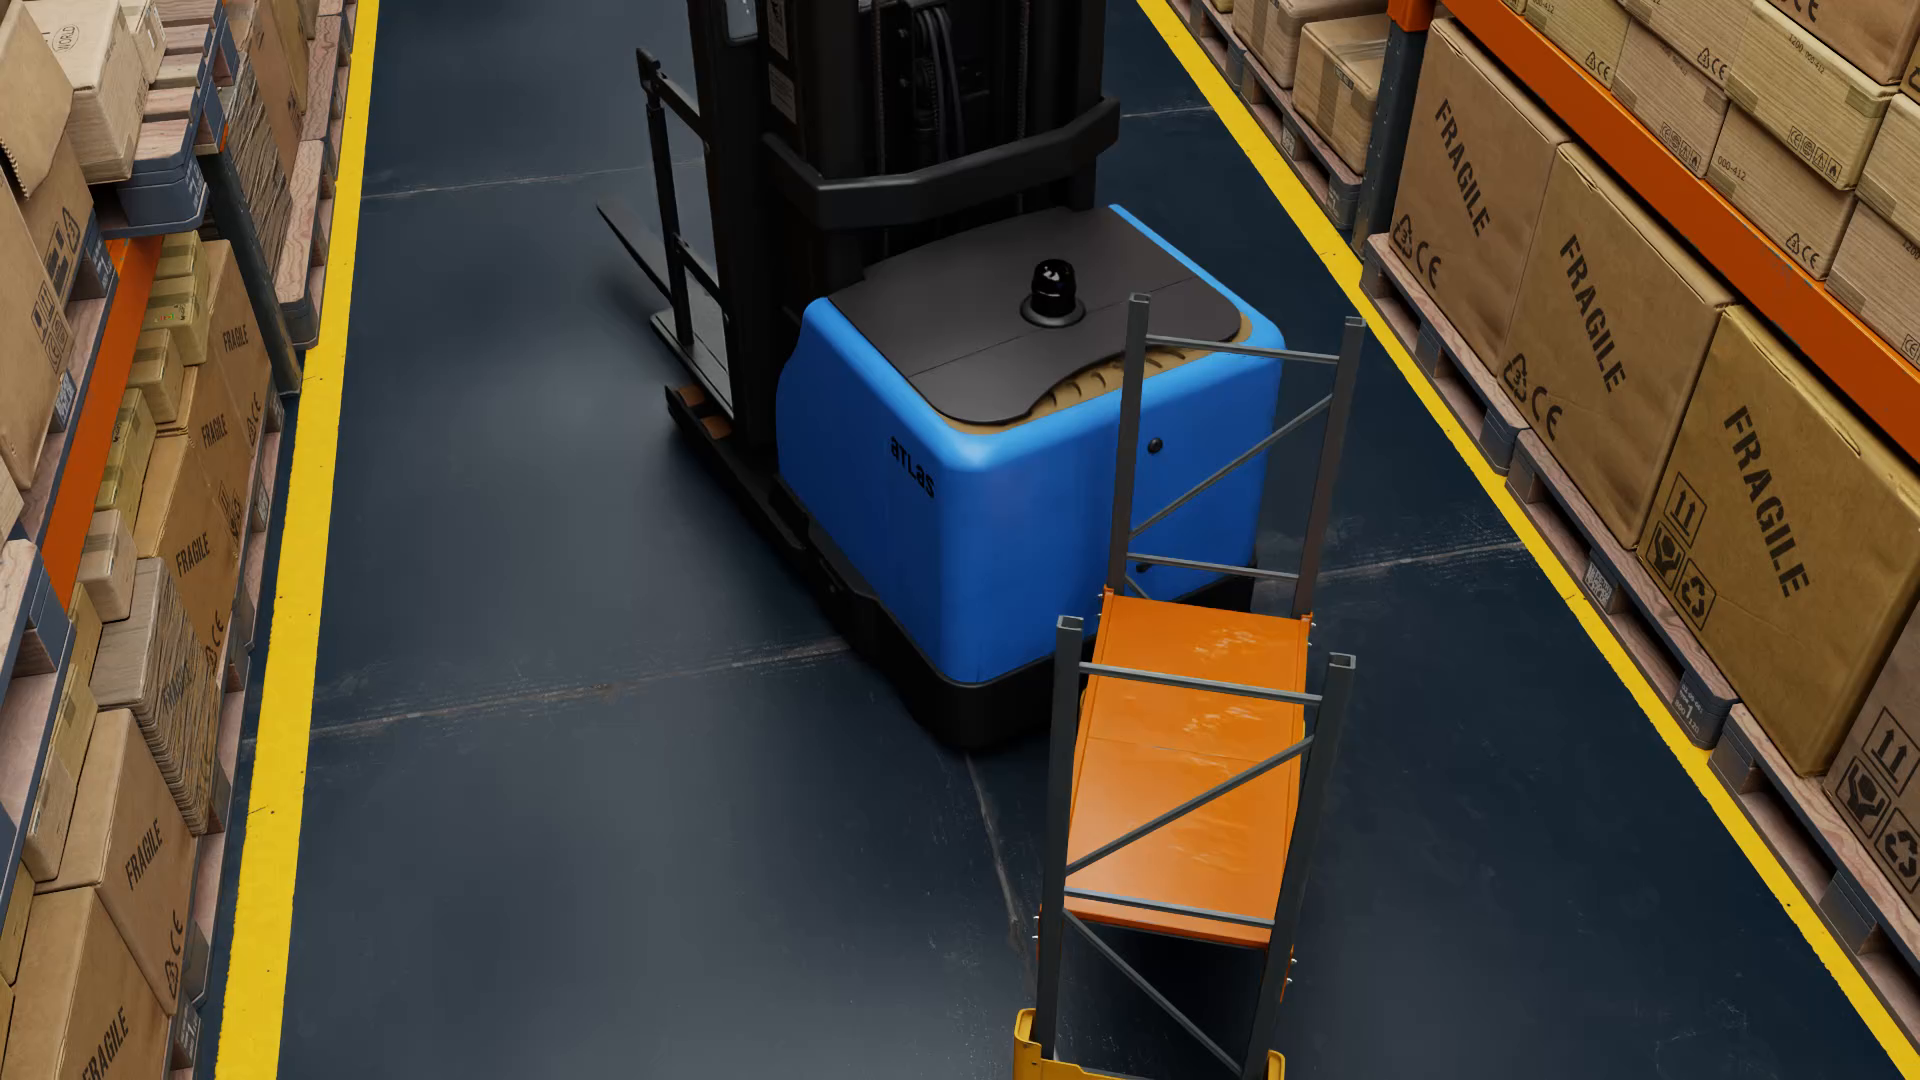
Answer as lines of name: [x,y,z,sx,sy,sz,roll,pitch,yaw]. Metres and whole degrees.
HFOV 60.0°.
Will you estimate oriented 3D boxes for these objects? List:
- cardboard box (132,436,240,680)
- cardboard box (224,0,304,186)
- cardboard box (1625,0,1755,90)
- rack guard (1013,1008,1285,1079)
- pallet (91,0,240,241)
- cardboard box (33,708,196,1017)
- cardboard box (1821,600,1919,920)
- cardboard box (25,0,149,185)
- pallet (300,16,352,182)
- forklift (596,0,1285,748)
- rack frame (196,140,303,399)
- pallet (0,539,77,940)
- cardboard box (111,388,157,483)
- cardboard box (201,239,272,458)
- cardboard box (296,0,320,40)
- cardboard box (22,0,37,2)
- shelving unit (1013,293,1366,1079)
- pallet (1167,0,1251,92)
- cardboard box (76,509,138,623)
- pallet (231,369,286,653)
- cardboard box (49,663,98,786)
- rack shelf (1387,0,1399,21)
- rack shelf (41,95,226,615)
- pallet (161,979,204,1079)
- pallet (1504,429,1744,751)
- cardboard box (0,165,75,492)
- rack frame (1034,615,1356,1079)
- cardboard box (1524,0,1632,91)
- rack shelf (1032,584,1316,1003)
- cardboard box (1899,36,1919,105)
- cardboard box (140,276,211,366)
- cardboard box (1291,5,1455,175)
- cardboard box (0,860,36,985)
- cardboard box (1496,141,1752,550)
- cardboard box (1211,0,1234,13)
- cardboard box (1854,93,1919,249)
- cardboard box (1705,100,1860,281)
cardboard box: [-2.295,0.091,4.454,0.500,0.500,0.500,-7,42,-7]
cardboard box: [-3.079,-1.692,6.369,0.875,0.625,0.625,-7,42,-8]
cardboard box: [2.111,-1.415,4.321,0.500,0.250,0.500,-8,42,-9]
rack guard: [0.412,1.198,3.712,0.587,0.250,0.087,8,42,8]
pallet: [-2.594,-1.093,4.367,1.213,0.211,1.003,-8,42,-9]
cardboard box: [-2.059,0.763,3.698,0.500,0.500,0.500,-10,42,-11]
cardboard box: [2.688,0.532,3.675,0.875,0.875,0.875,-7,42,-8]
cardboard box: [-2.266,-1.058,3.979,0.500,0.250,0.500,-10,43,-11]
pallet: [-3.209,-1.880,7.209,1.003,0.211,1.213,-8,42,-9]
forklift: [-0.336,-1.493,4.724,1.130,2.935,3.031,-22,46,-23]
rack frame: [-2.809,-1.594,4.787,1.000,3.000,0.127,-8,42,-9]
pallet: [-2.012,0.537,2.531,1.003,0.211,1.213,-8,42,-9]
cardboard box: [-2.340,-0.248,4.348,0.380,0.149,0.250,-7,42,-8]
cardboard box: [-2.508,-0.573,5.203,0.500,0.500,0.500,-7,42,-8]
cardboard box: [-3.389,-2.615,7.409,0.875,0.625,0.625,-9,42,-10]
cardboard box: [-2.667,-1.861,5.200,0.500,0.250,0.500,-8,42,-9]
shelving unit: [0.510,0.406,3.663,0.587,1.500,1.083,8,42,8]
pallet: [1.609,-2.561,7.976,1.003,0.211,1.213,-8,42,-9]
cardboard box: [-2.197,0.088,3.969,0.380,0.149,0.250,-10,43,-11]
pallet: [-2.685,-0.062,5.161,1.003,0.211,1.213,-8,42,-9]
cardboard box: [-2.107,0.426,3.589,0.380,0.149,0.250,-7,42,-8]
rack shelf: [1.605,-3.335,7.290,1.077,0.370,4.000,-8,42,-9]
rack shelf: [-2.378,-0.029,3.565,1.077,0.370,4.000,-8,42,-9]
pallet: [-2.158,1.520,3.379,1.003,0.211,1.213,-8,42,-9]
pallet: [2.393,0.046,5.039,1.003,0.211,1.213,-8,42,-9]
cardboard box: [-2.113,-0.386,3.034,0.700,0.500,0.500,-9,42,-10]
rack frame: [0.412,0.731,3.296,0.500,1.500,0.032,8,42,8]
cardboard box: [2.025,-1.568,4.870,0.500,0.250,0.500,-9,42,-11]
rack shelf: [0.512,0.535,3.789,0.538,0.185,1.000,8,42,8]
cardboard box: [2.349,-1.046,3.340,0.500,0.500,0.500,-7,42,-8]
cardboard box: [-2.366,-0.603,4.748,0.380,0.149,0.250,-10,43,-12]
cardboard box: [1.924,-1.850,6.738,0.950,0.372,0.625,-11,43,-12]
cardboard box: [-2.038,0.754,3.219,0.380,0.149,0.250,-9,42,-10]
cardboard box: [2.293,-0.632,4.987,0.875,0.875,0.875,-8,42,-9]
cardboard box: [1.599,-2.820,7.830,0.950,0.372,0.625,-7,42,-8]
cardboard box: [2.335,-0.755,3.577,0.500,0.250,0.500,-7,42,-8]
cardboard box: [2.242,-0.908,4.126,0.500,0.250,0.500,-8,42,-9]
